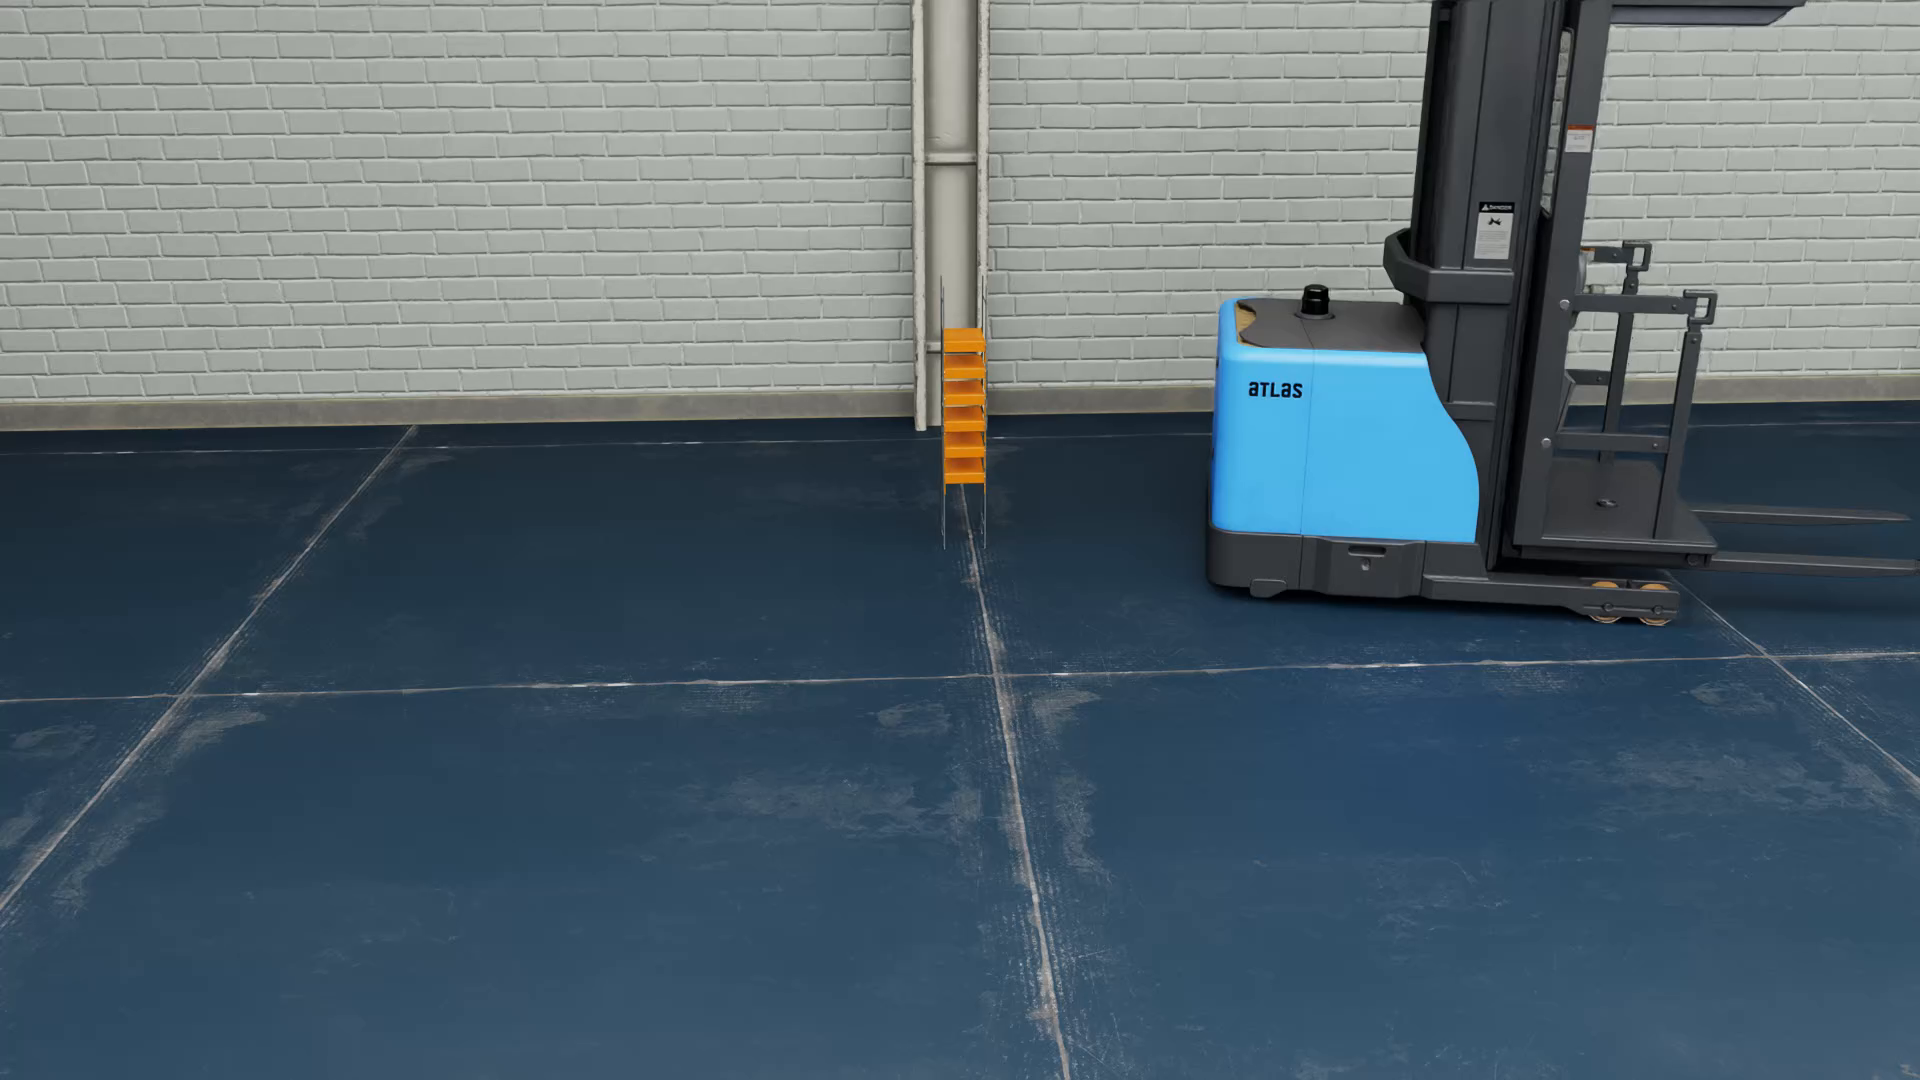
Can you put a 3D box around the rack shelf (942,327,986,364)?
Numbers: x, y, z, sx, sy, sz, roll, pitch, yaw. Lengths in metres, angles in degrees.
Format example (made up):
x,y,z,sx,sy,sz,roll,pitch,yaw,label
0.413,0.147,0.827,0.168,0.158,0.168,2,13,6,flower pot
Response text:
x,y,z,sx,sy,sz,roll,pitch,yaw,label
0.014,-0.856,7.296,0.180,0.103,0.258,-1,21,-3,rack shelf

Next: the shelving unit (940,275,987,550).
x,y,z,sx,sy,sz,roll,pitch,yaw,label
0.014,-0.561,7.408,0.189,1.200,0.258,-1,21,-3,shelving unit

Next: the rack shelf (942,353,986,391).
x,y,z,sx,sy,sz,roll,pitch,yaw,label
0.014,-0.744,7.339,0.180,0.103,0.258,-1,21,-3,rack shelf

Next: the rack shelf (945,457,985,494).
x,y,z,sx,sy,sz,roll,pitch,yaw,label
0.014,-0.295,7.509,0.180,0.103,0.258,-1,21,-3,rack shelf

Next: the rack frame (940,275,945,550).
x,y,z,sx,sy,sz,roll,pitch,yaw,label
-0.077,-0.559,7.403,0.006,1.200,0.240,-1,21,-3,rack frame

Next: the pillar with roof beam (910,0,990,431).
x,y,z,sx,sy,sz,roll,pitch,yaw,label
0.191,-3.342,3.751,0.400,9.000,9.100,-1,21,-3,pillar with roof beam

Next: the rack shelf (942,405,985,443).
x,y,z,sx,sy,sz,roll,pitch,yaw,label
0.014,-0.520,7.424,0.180,0.103,0.258,-1,21,-3,rack shelf

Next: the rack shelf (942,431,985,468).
x,y,z,sx,sy,sz,roll,pitch,yaw,label
0.014,-0.407,7.467,0.180,0.103,0.258,-1,21,-3,rack shelf

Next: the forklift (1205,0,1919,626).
x,y,z,sx,sy,sz,roll,pitch,yaw,label
2.596,-1.226,6.721,3.031,2.935,1.130,3,21,7,forklift

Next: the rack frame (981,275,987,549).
x,y,z,sx,sy,sz,roll,pitch,yaw,label
0.106,-0.563,7.413,0.006,1.200,0.240,-1,21,-3,rack frame

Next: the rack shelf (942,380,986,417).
x,y,z,sx,sy,sz,roll,pitch,yaw,label
0.014,-0.632,7.381,0.180,0.103,0.258,-1,21,-3,rack shelf
